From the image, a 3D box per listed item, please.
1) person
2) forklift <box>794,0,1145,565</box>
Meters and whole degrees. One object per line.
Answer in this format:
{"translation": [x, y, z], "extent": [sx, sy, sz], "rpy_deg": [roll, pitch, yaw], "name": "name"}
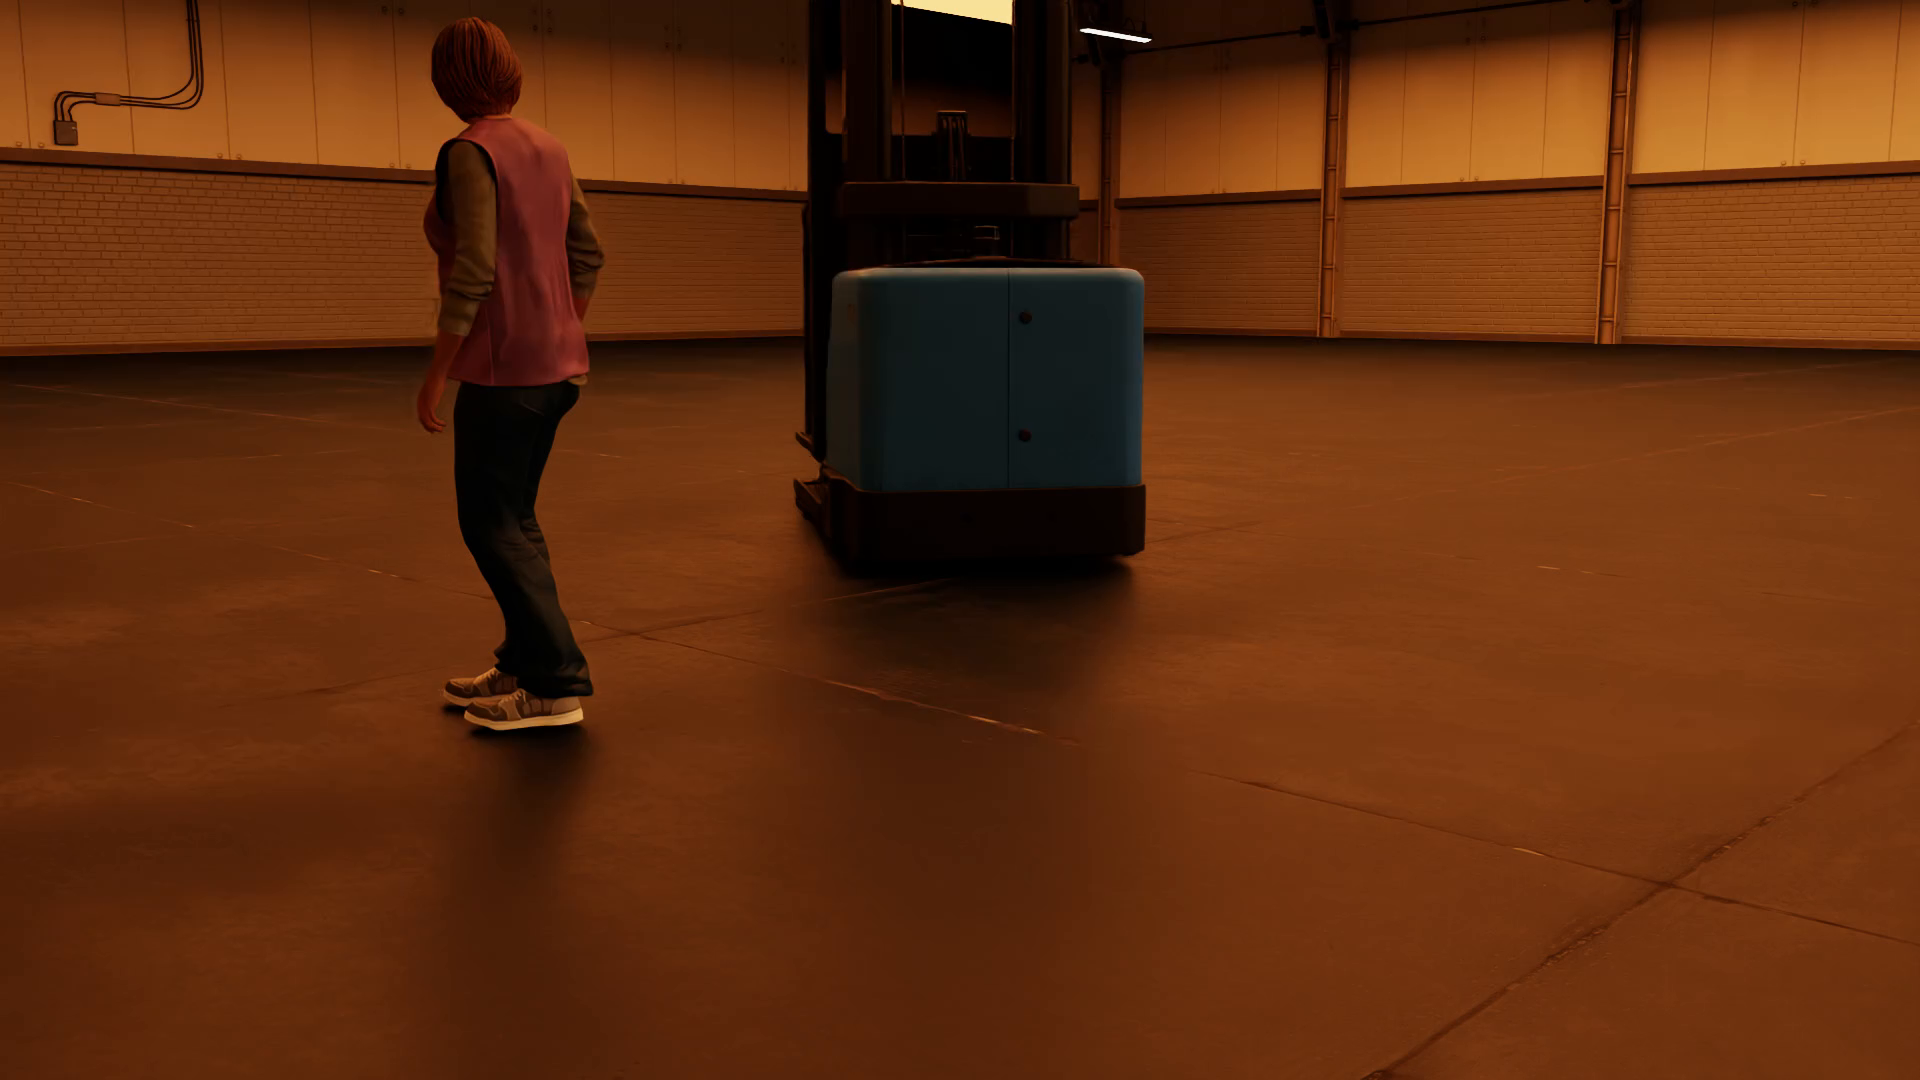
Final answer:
{"translation": [-1.064, -0.359, 3.786], "extent": [0.440, 1.587, 0.607], "rpy_deg": [2, 9, 10], "name": "person"}
{"translation": [-0.131, -1.538, 7.091], "extent": [1.130, 2.935, 3.031], "rpy_deg": [-2, 9, -11], "name": "forklift"}
